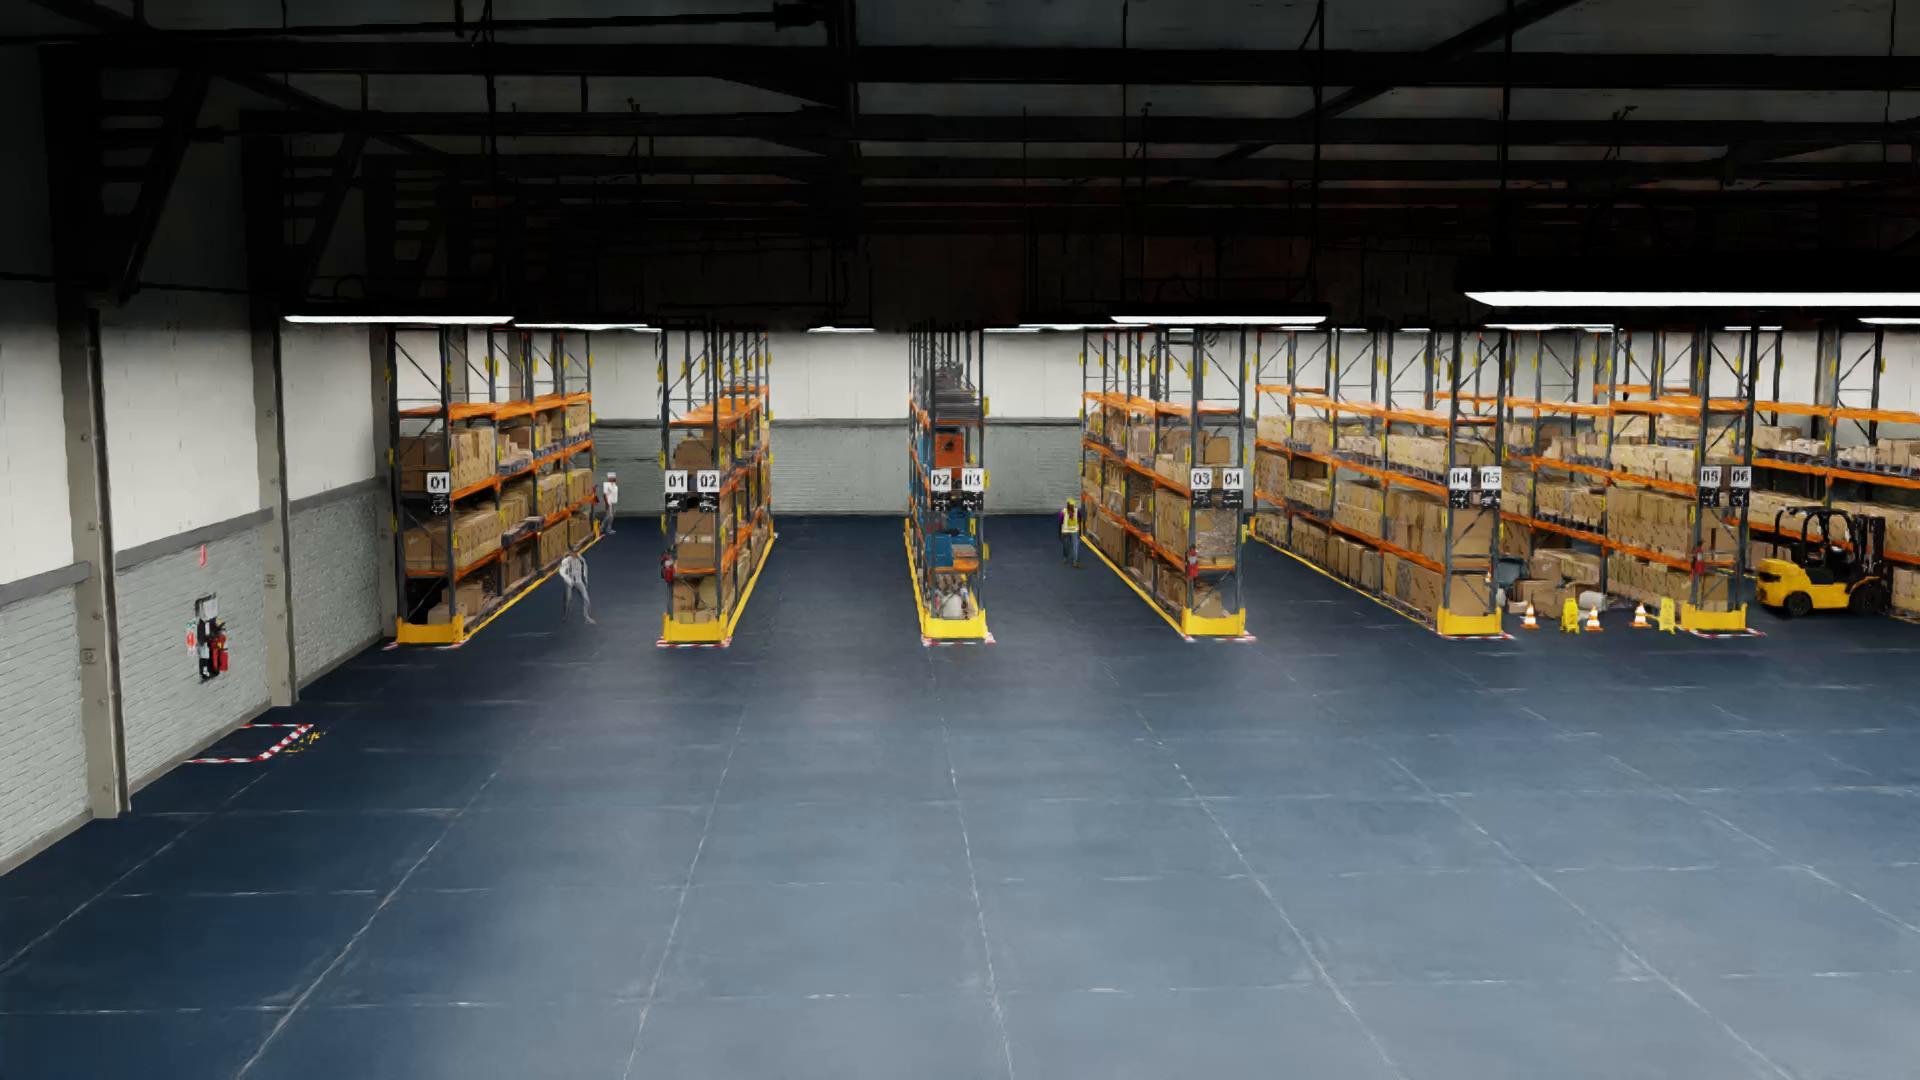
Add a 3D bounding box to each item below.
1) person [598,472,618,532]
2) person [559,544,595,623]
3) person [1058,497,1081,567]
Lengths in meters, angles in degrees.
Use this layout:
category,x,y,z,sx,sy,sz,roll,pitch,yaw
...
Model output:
category,x,y,z,sx,sy,sz,roll,pitch,yaw
person,-10.158,-1.088,48.013,0.452,1.756,0.722,3,8,22
person,-7.641,0.846,33.018,0.644,1.615,0.783,-3,8,-22
person,2.728,-0.217,41.247,0.577,1.691,1.121,0,7,-1
